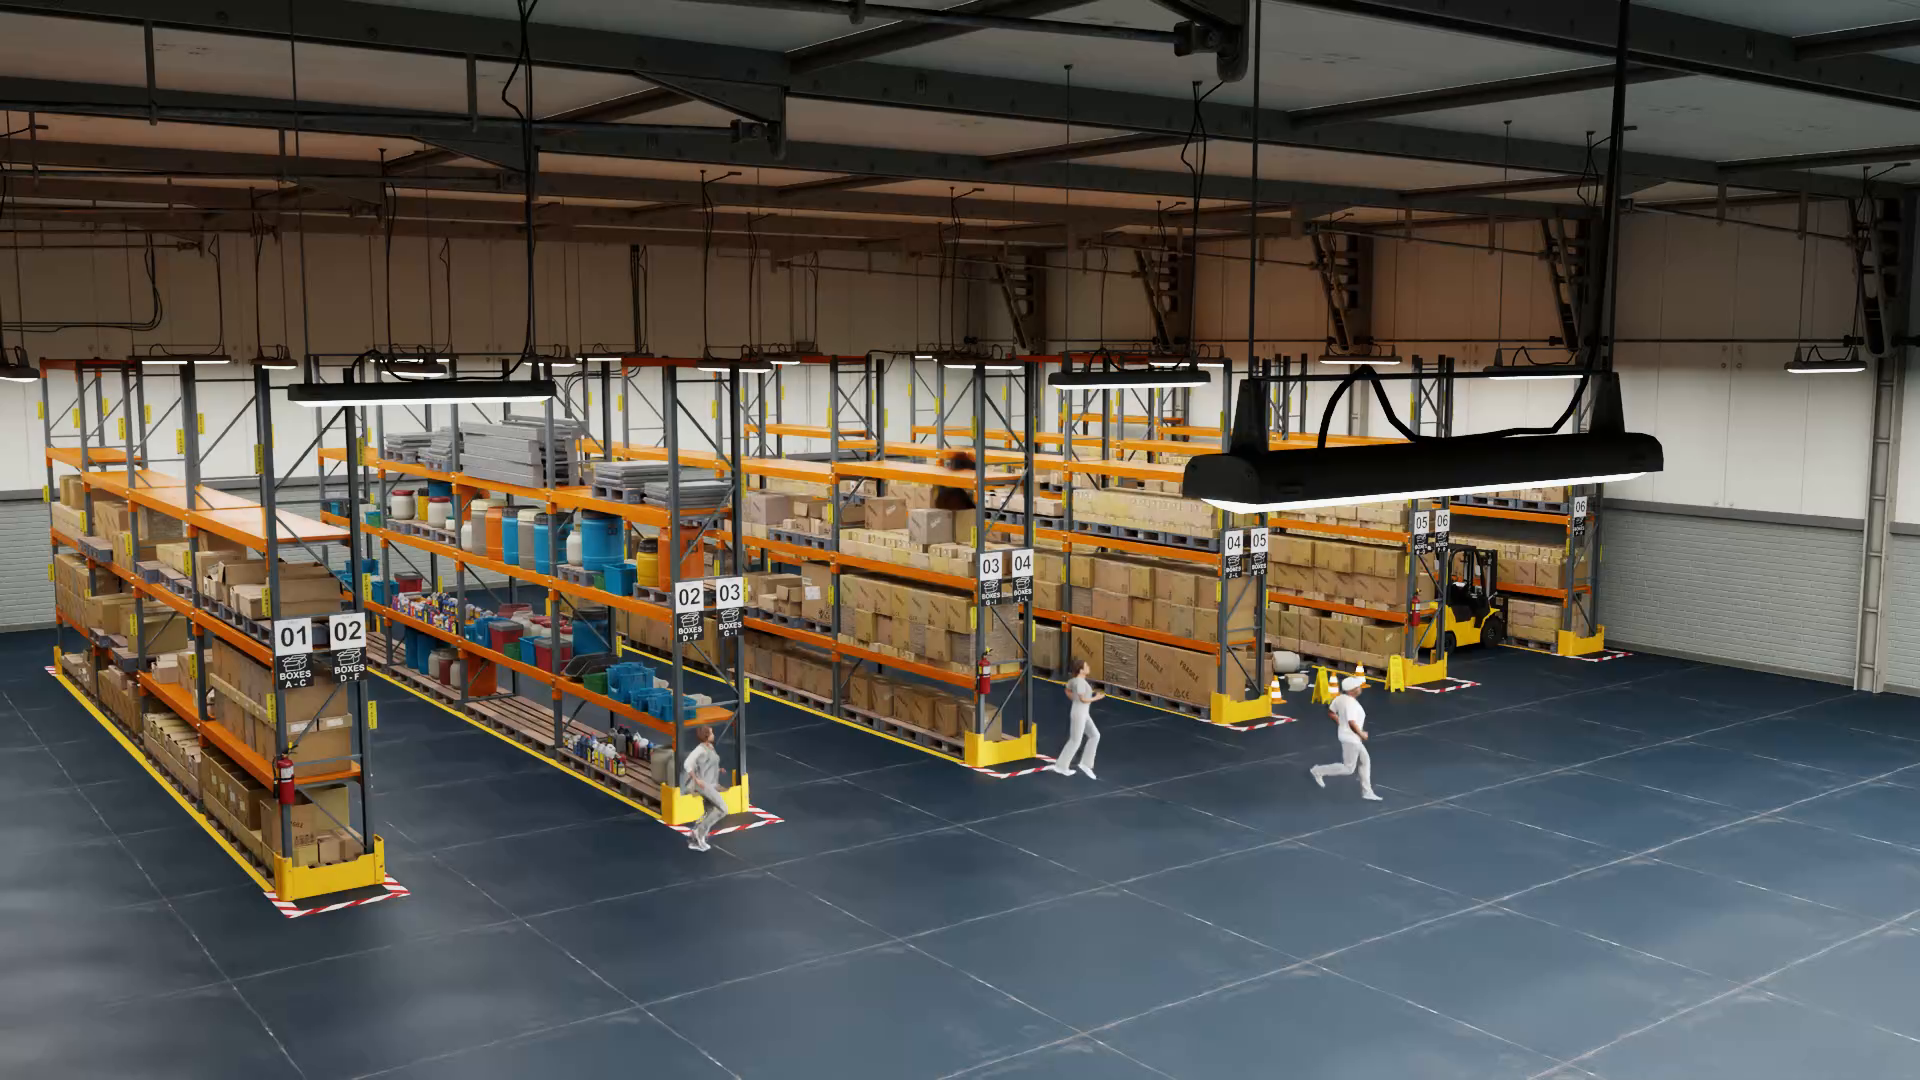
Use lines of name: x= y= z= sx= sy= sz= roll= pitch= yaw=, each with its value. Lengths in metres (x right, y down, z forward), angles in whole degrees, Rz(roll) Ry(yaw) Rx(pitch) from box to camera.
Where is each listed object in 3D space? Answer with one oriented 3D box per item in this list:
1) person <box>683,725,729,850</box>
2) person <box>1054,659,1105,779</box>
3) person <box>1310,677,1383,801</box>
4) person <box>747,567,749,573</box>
person: x=-3.136 y=3.076 z=20.695 sx=0.530 sy=1.547 sz=0.538 roll=0 pitch=7 yaw=0
person: x=1.688 y=2.534 z=23.564 sx=0.720 sy=1.705 sz=0.567 roll=0 pitch=7 yaw=2
person: x=5.336 y=2.752 z=22.873 sx=1.035 sy=1.751 sz=0.678 roll=0 pitch=7 yaw=3
person: x=-5.037 y=1.015 z=37.964 sx=0.538 sy=1.551 sz=0.541 roll=-4 pitch=8 yaw=-31
